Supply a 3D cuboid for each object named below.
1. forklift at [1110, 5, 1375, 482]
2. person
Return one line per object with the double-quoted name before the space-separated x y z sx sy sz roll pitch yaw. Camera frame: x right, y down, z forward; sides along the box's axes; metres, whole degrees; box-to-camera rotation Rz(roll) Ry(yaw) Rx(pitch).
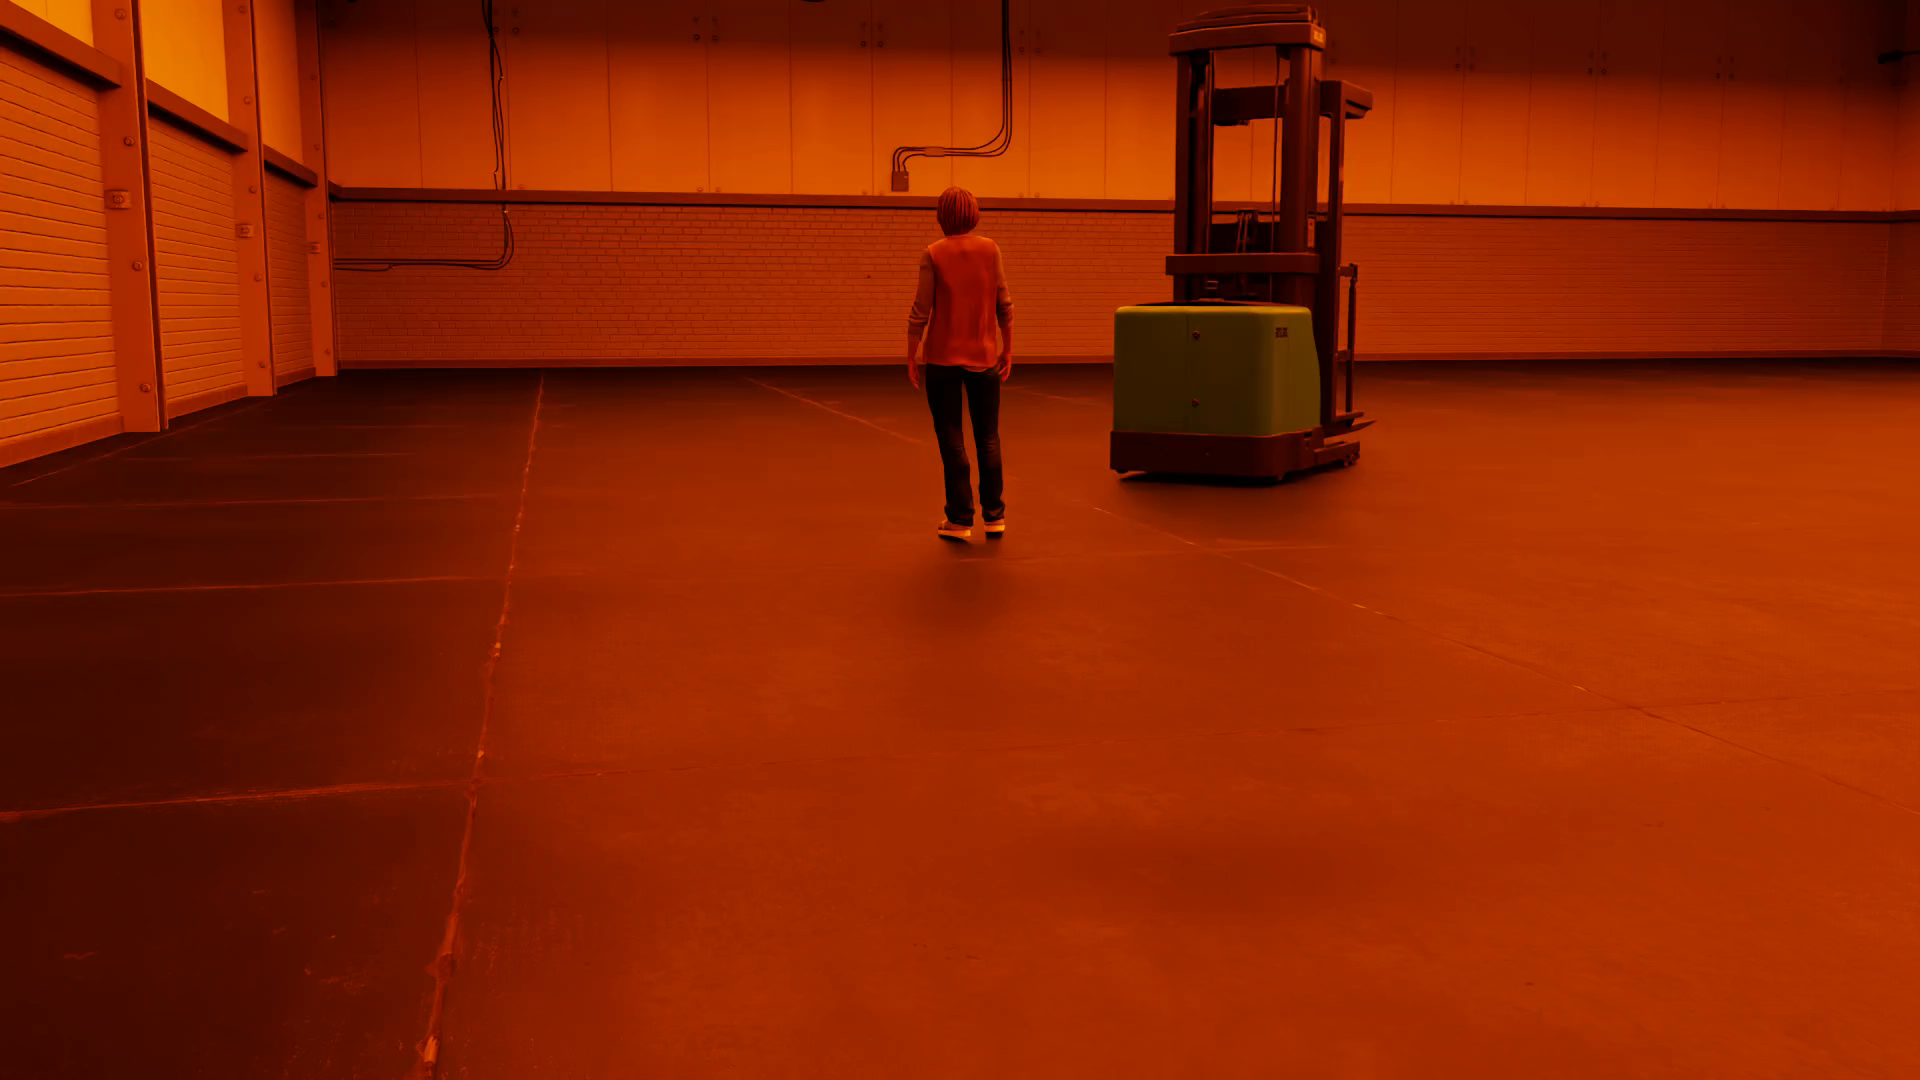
"forklift" 2.090 -1.967 11.184 1.130 2.935 3.031 4 9 29
"person" -0.001 -0.808 7.671 0.514 1.599 0.473 -2 8 -13
